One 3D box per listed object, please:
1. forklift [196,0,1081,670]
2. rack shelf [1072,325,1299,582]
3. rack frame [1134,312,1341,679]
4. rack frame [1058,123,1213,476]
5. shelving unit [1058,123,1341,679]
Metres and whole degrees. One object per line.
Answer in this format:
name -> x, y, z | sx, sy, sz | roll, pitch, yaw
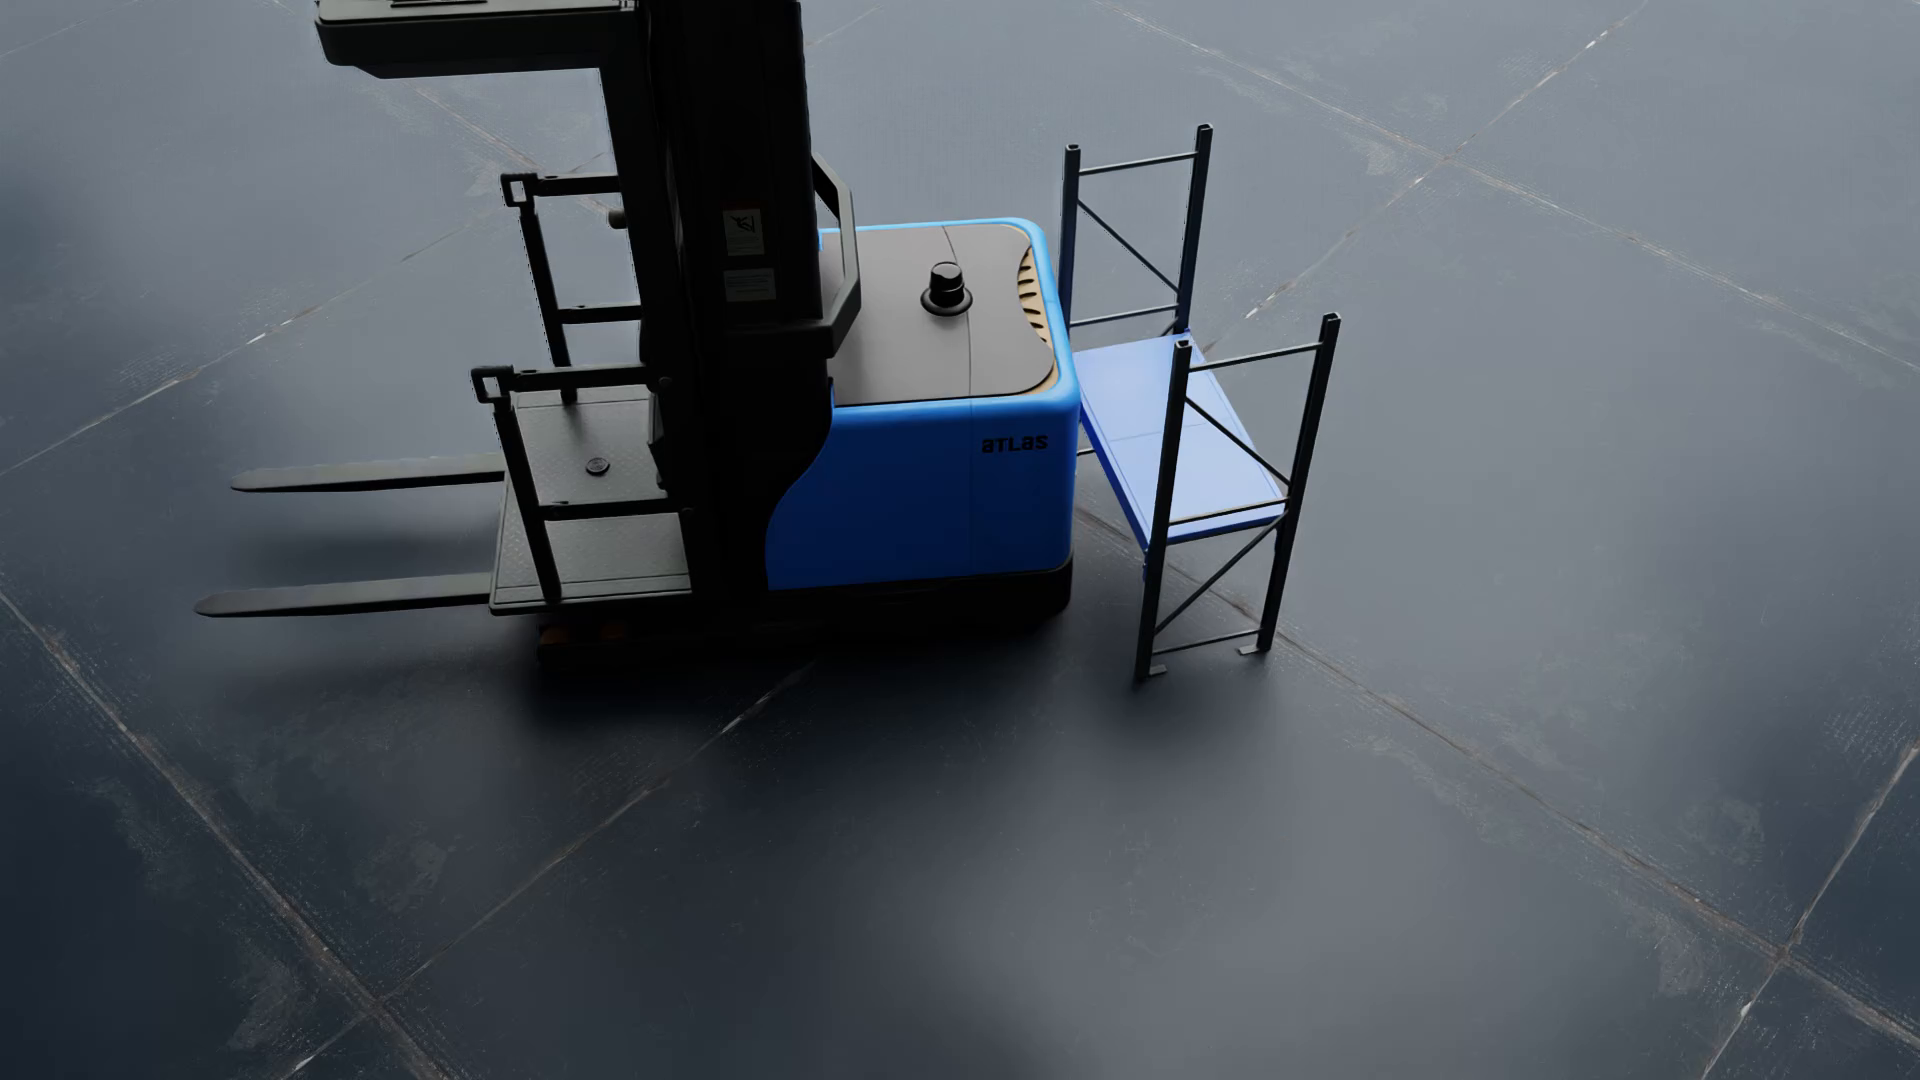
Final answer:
forklift -> -1.154, -0.955, 5.136 | 3.031, 2.935, 1.130 | -4, 47, -4
rack shelf -> 0.721, -0.323, 5.771 | 0.538, 0.185, 1.000 | -11, 48, -10
rack frame -> 0.855, -0.089, 5.304 | 0.500, 1.500, 0.032 | -11, 48, -10
rack frame -> 0.587, -0.804, 5.976 | 0.500, 1.500, 0.032 | -11, 48, -10
shelving unit -> 0.721, -0.446, 5.640 | 0.538, 1.500, 1.048 | -11, 48, -10
